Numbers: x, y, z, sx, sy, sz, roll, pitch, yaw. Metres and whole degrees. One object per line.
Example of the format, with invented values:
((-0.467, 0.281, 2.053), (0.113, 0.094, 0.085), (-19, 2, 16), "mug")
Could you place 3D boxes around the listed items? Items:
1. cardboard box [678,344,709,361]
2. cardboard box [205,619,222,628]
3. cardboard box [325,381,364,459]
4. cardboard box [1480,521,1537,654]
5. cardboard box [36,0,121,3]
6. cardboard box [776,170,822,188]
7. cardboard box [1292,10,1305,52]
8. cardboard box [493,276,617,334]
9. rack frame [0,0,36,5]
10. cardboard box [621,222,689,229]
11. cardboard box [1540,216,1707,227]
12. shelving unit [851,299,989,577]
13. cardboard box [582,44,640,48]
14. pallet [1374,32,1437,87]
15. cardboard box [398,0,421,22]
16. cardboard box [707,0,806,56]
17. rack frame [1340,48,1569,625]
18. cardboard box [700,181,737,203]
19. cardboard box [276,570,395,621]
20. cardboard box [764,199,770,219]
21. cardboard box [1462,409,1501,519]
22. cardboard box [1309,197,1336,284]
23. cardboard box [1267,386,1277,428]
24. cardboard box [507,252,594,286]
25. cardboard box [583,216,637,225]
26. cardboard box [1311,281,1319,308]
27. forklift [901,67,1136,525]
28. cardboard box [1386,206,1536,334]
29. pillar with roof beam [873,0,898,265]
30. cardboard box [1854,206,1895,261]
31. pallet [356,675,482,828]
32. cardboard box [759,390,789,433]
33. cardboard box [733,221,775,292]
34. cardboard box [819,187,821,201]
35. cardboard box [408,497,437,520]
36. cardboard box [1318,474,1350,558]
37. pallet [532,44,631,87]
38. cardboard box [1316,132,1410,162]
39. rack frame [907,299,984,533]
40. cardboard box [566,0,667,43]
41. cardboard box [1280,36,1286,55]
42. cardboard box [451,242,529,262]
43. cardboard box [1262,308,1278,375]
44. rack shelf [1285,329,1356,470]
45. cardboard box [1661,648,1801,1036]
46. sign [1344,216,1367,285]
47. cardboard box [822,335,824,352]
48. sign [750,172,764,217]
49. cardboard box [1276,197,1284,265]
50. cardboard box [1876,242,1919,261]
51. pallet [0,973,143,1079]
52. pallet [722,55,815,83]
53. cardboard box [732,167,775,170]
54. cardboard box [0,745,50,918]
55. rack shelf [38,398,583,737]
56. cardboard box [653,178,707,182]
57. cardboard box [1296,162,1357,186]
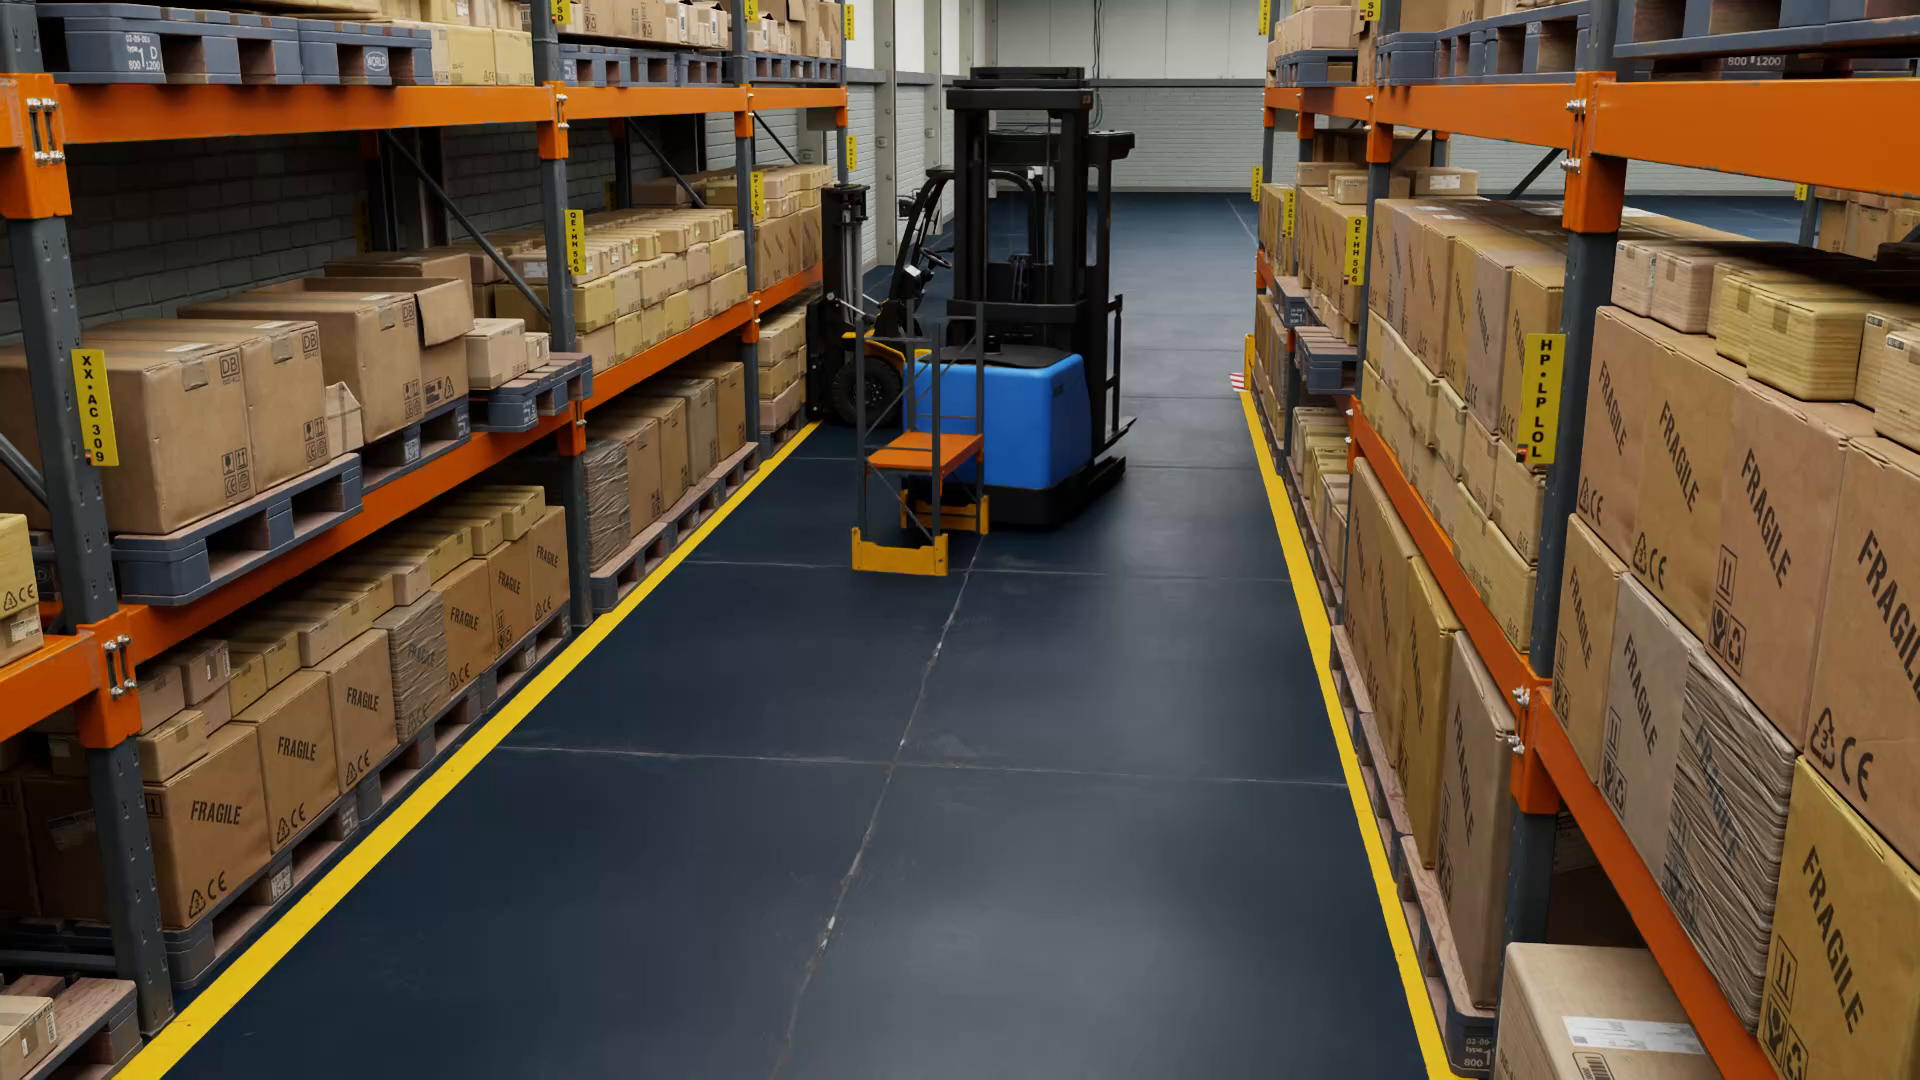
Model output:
((-2.175, -1.528, 13.114), (0.500, 0.250, 0.500), (2, 15, 7), "cardboard box")
((-3.056, 0.356, 6.339), (0.380, 0.149, 0.250), (2, 15, 8), "cardboard box")
((-2.403, -0.449, 6.028), (0.396, 0.266, 0.258), (2, 15, 9), "cardboard box")
((1.791, 0.132, 4.714), (0.500, 0.250, 0.500), (1, 15, 5), "cardboard box")
((-2.983, -1.824, 5.400), (0.380, 0.149, 0.250), (1, 15, 4), "cardboard box")
((-1.439, -3.213, 14.794), (0.380, 0.149, 0.250), (2, 15, 8), "cardboard box")
((2.373, -3.198, 10.480), (0.500, 0.250, 0.500), (1, 15, 6), "cardboard box")
((-2.172, -1.275, 8.961), (0.500, 0.250, 0.500), (2, 15, 6), "cardboard box")
((-2.941, -2.858, 3.991), (1.000, 3.000, 0.127), (2, 15, 6), "rack frame")
((-1.971, -1.971, 10.769), (0.380, 0.149, 0.250), (2, 15, 7), "cardboard box")
((2.532, -0.981, 6.437), (0.500, 0.500, 0.500), (2, 15, 6), "cardboard box")
((-0.230, -0.659, 10.224), (0.587, 1.500, 1.083), (4, 16, 15), "shelving unit")
((-2.329, -3.400, 11.228), (0.380, 0.149, 0.250), (2, 15, 6), "cardboard box")
((2.423, -2.042, 7.083), (1.213, 0.211, 1.003), (2, 15, 9), "pallet")
((-2.457, -2.205, 6.848), (0.380, 0.149, 0.250), (2, 15, 7), "cardboard box")
((-1.714, -4.288, 13.831), (0.797, 0.503, 0.637), (2, 15, 8), "cardboard box")
((2.442, -0.854, 8.074), (1.000, 3.000, 0.127), (2, 15, 6), "rack frame")
((-1.786, -2.687, 12.847), (0.380, 0.149, 0.250), (2, 15, 7), "cardboard box")
((-2.550, 0.233, 6.797), (0.380, 0.149, 0.250), (2, 15, 6), "cardboard box")
((-1.712, -2.609, 13.128), (0.380, 0.149, 0.250), (2, 15, 6), "cardboard box")
((1.848, -0.237, 5.121), (0.500, 0.250, 0.500), (2, 15, 8), "cardboard box")
((2.383, -1.782, 9.938), (0.500, 0.500, 0.500), (1, 15, 4), "cardboard box")
((2.744, -1.066, 13.323), (0.500, 0.250, 0.500), (1, 15, 5), "cardboard box")
((-2.161, -1.435, 8.787), (0.380, 0.149, 0.250), (2, 15, 8), "cardboard box")
((-2.411, -2.114, 11.297), (0.380, 0.149, 0.250), (2, 15, 6), "cardboard box")
((2.343, -1.502, 10.145), (0.380, 0.149, 0.250), (2, 15, 8), "cardboard box")
((0.590, -1.850, 11.888), (1.130, 2.935, 3.031), (5, 16, 19), "forklift")
((2.097, -1.135, 7.007), (0.500, 0.500, 0.500), (2, 15, 6), "cardboard box")
((3.070, -8.802, 25.972), (9.100, 9.000, 0.400), (2, 15, 6), "pillar with roof beam")
((8.050, -2.499, 13.871), (0.875, 0.550, 0.550), (2, 15, 6), "cardboard box")
((-2.752, 0.855, 7.096), (1.003, 0.211, 1.213), (2, 15, 6), "pallet")
((-1.655, -1.028, 13.179), (0.500, 0.250, 0.500), (2, 15, 7), "cardboard box")
((-1.729, -2.192, 12.831), (0.500, 0.500, 0.500), (1, 15, 5), "cardboard box")
((-1.477, -3.141, 15.096), (0.380, 0.149, 0.250), (2, 15, 6), "cardboard box")
((-2.858, -0.182, 8.331), (0.380, 0.149, 0.250), (2, 15, 9), "cardboard box")
((2.591, -0.126, 9.611), (0.950, 0.372, 0.625), (1, 15, 5), "cardboard box")
((-2.502, -2.535, 8.904), (1.213, 0.211, 1.003), (2, 15, 9), "pallet")
((3.290, -3.073, 13.602), (0.700, 0.500, 0.500), (2, 15, 6), "cardboard box")
((-0.095, -0.789, 10.706), (0.500, 1.500, 0.032), (4, 16, 15), "rack frame")
((-2.051, -3.191, 9.783), (0.500, 0.500, 0.500), (2, 15, 8), "cardboard box")
((2.846, -3.928, 13.413), (0.500, 0.250, 0.500), (2, 15, 7), "cardboard box")
((-2.646, -1.587, 9.352), (0.380, 0.149, 0.250), (2, 15, 6), "cardboard box")
((2.858, -1.693, 14.204), (0.500, 0.500, 0.500), (2, 15, 7), "cardboard box")
((2.668, -1.025, 10.086), (1.077, 0.370, 4.000), (2, 15, 6), "rack shelf")
((1.555, 0.508, 2.844), (0.500, 0.500, 0.500), (2, 15, 7), "cardboard box")
((1.902, -1.388, 7.983), (0.100, 0.325, 0.005), (2, 15, 6), "sign")
((-1.436, -1.791, 15.045), (0.500, 0.250, 0.500), (1, 15, 5), "cardboard box")
((-1.498, -2.544, 12.257), (0.100, 0.325, 0.005), (2, 15, 6), "sign")
((2.802, -2.474, 13.304), (0.500, 0.500, 0.500), (2, 15, 8), "cardboard box")
((2.273, -0.571, 3.679), (0.380, 0.149, 0.250), (1, 15, 5), "cardboard box")
((-3.020, 1.563, 4.479), (1.003, 0.211, 1.213), (2, 15, 6), "pallet")
((-1.828, -3.979, 14.055), (1.003, 0.211, 1.213), (2, 15, 6), "pallet")
((-1.916, -3.362, 15.346), (0.380, 0.149, 0.250), (2, 15, 7), "cardboard box")
((-3.180, 0.906, 5.549), (0.500, 0.500, 0.500), (2, 15, 6), "cardboard box")
((-2.716, -0.133, 6.786), (1.077, 0.370, 4.000), (2, 15, 6), "rack shelf")
((-2.251, -2.833, 13.388), (0.380, 0.149, 0.250), (1, 15, 5), "cardboard box")
((2.489, -2.488, 11.306), (0.380, 0.149, 0.250), (2, 15, 6), "cardboard box")
